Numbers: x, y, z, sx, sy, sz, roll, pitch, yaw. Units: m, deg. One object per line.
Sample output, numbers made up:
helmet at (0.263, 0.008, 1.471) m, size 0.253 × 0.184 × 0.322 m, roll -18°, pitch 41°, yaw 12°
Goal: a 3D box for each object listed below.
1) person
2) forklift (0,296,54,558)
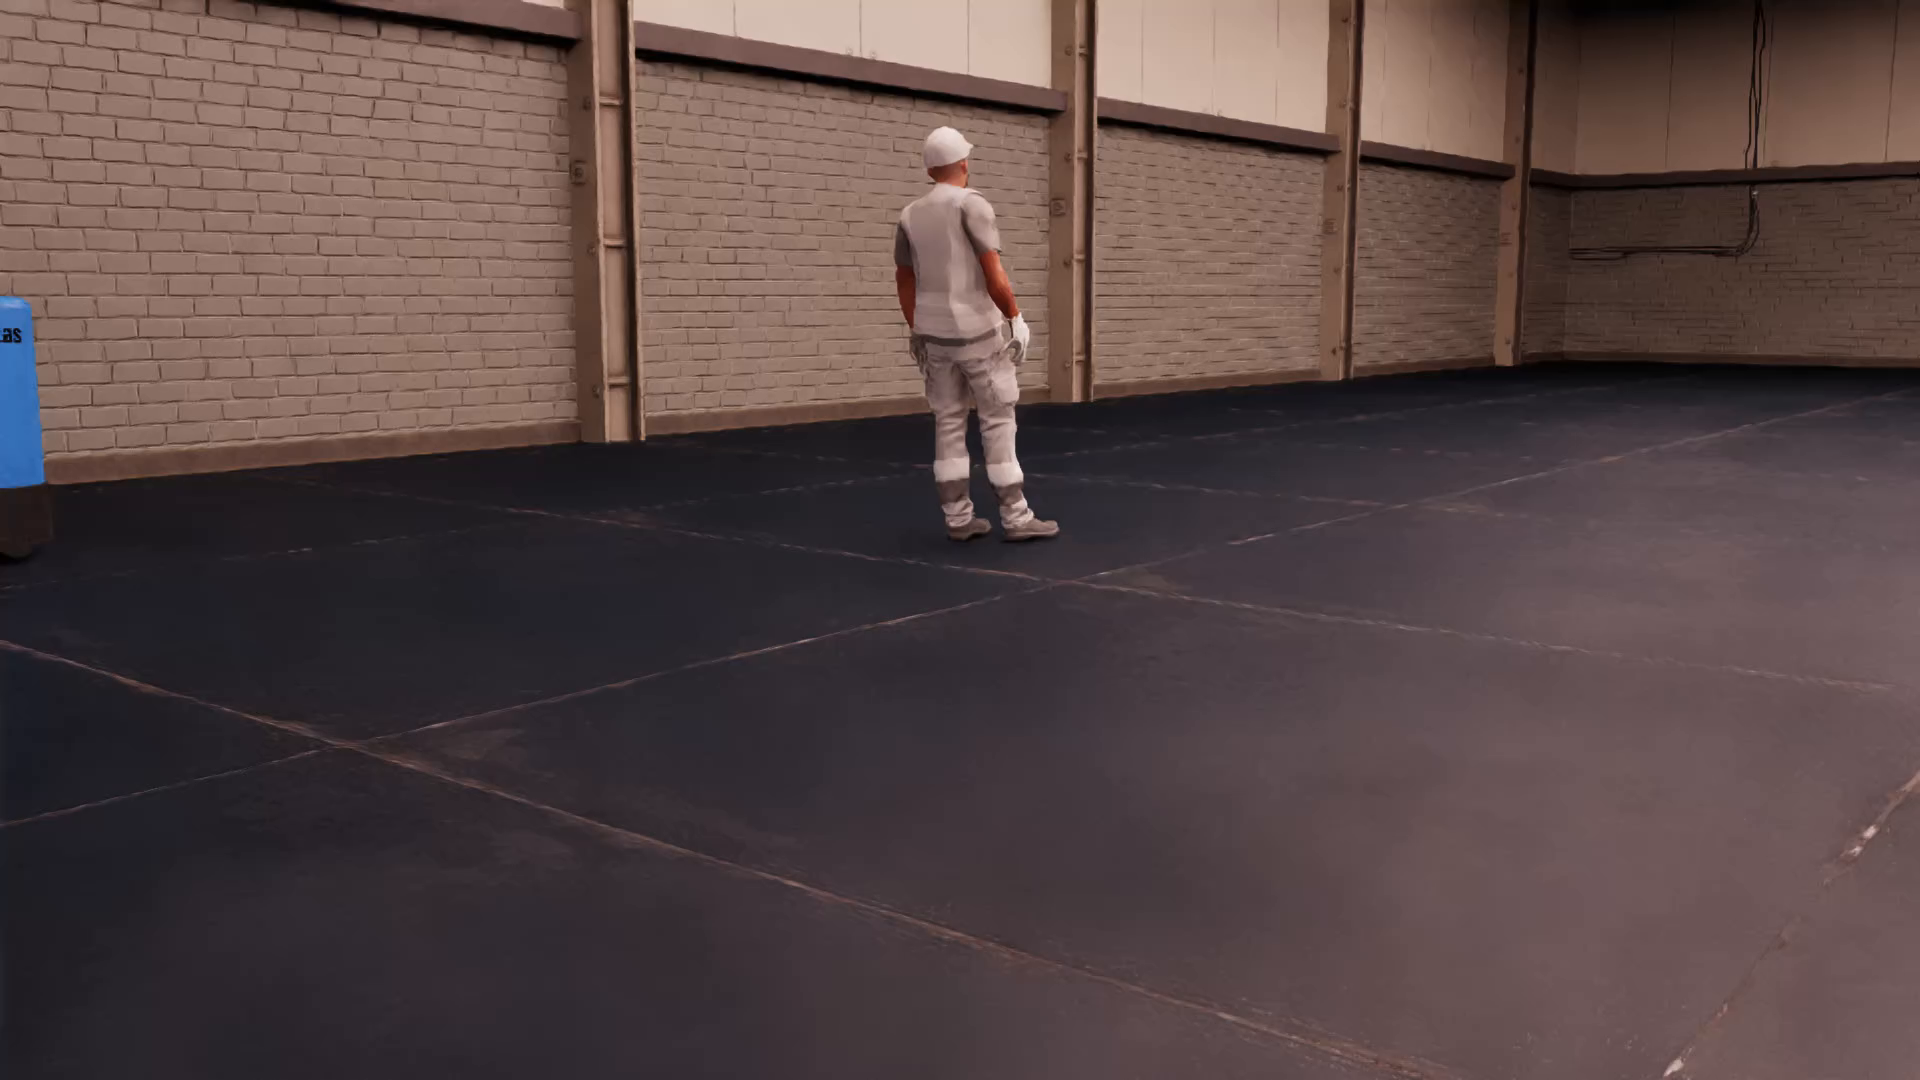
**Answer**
person at (0.060, -0.900, 7.330) m, size 0.637 × 1.787 × 0.561 m, roll 7°, pitch 11°, yaw 38°
forklift at (-4.715, -1.200, 5.482) m, size 1.130 × 2.935 × 3.031 m, roll 3°, pitch 9°, yaw 19°
